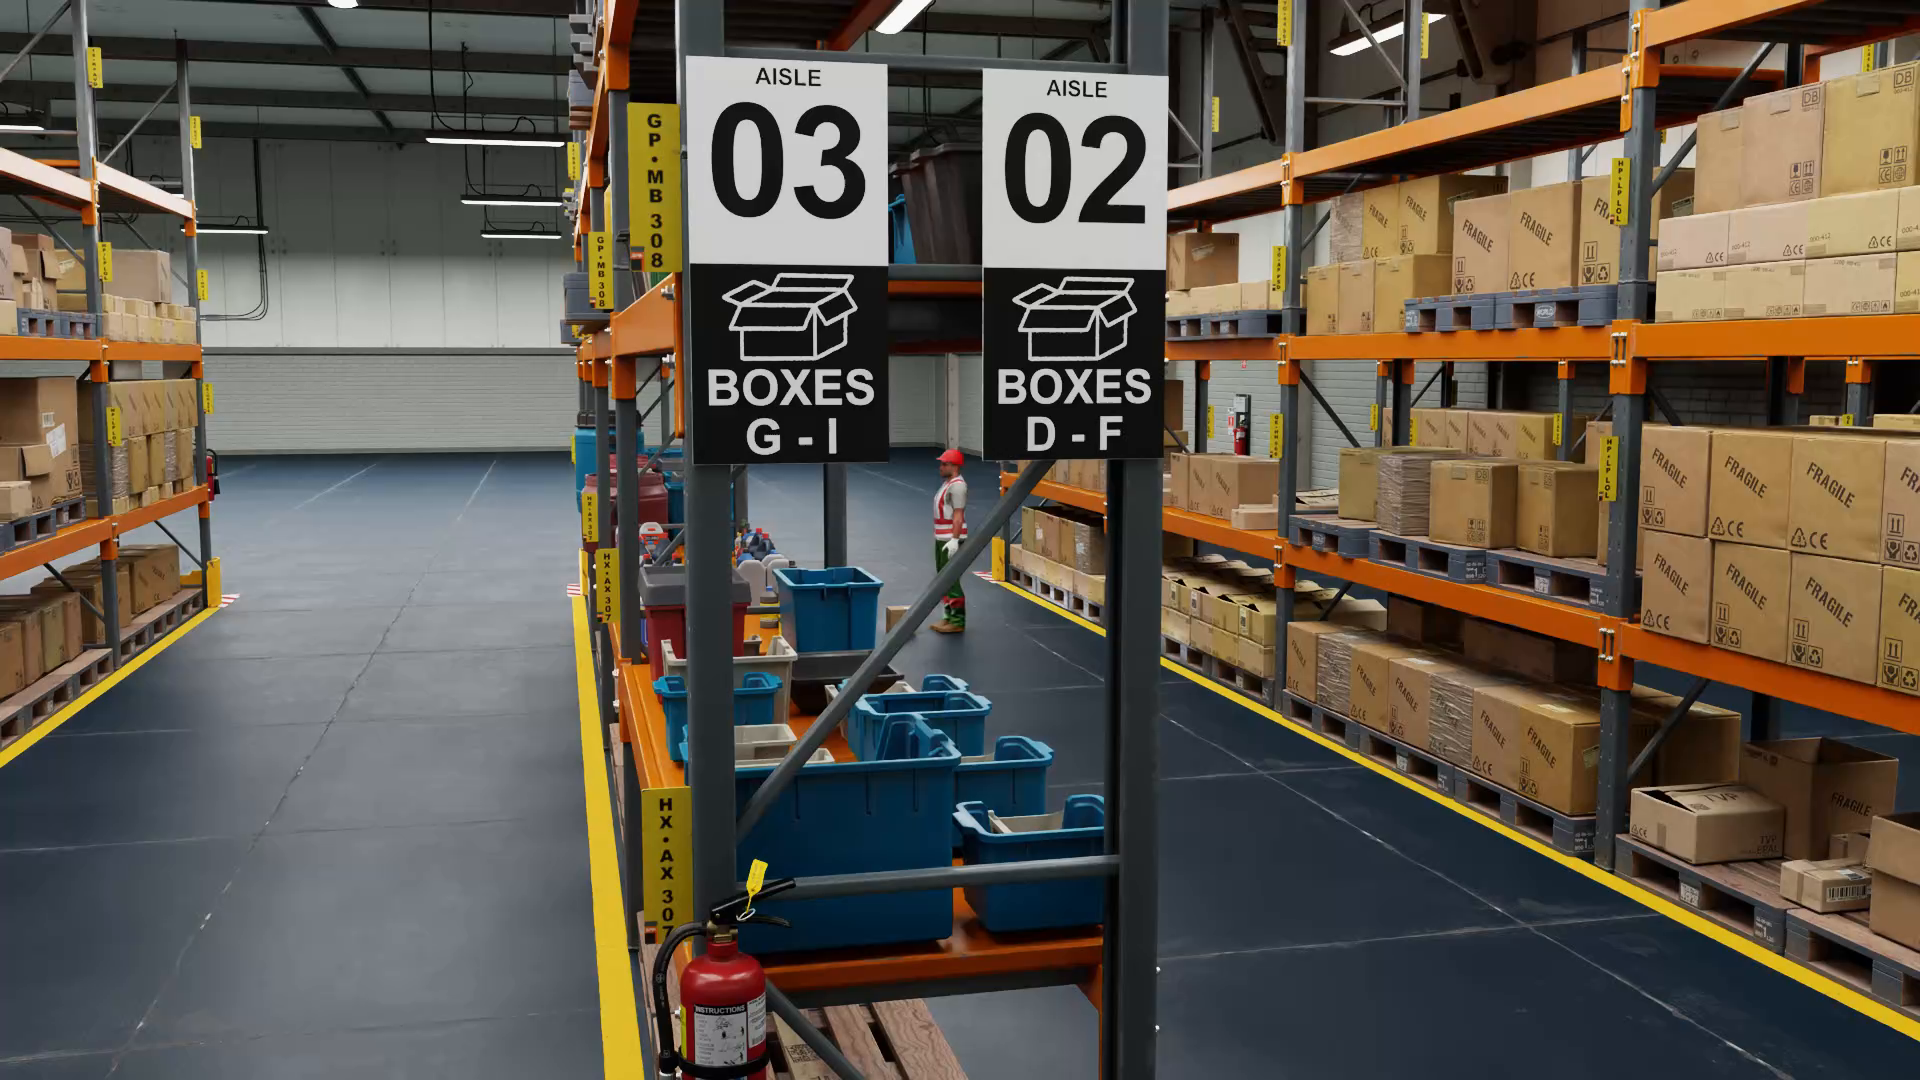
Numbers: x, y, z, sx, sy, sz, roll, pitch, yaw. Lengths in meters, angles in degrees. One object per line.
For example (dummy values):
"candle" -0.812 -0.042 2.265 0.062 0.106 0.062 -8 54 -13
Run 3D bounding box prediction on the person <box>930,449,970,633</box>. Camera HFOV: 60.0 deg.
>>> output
"person" -0.102 0.007 16.208 0.346 1.787 0.524 -1 6 -12
